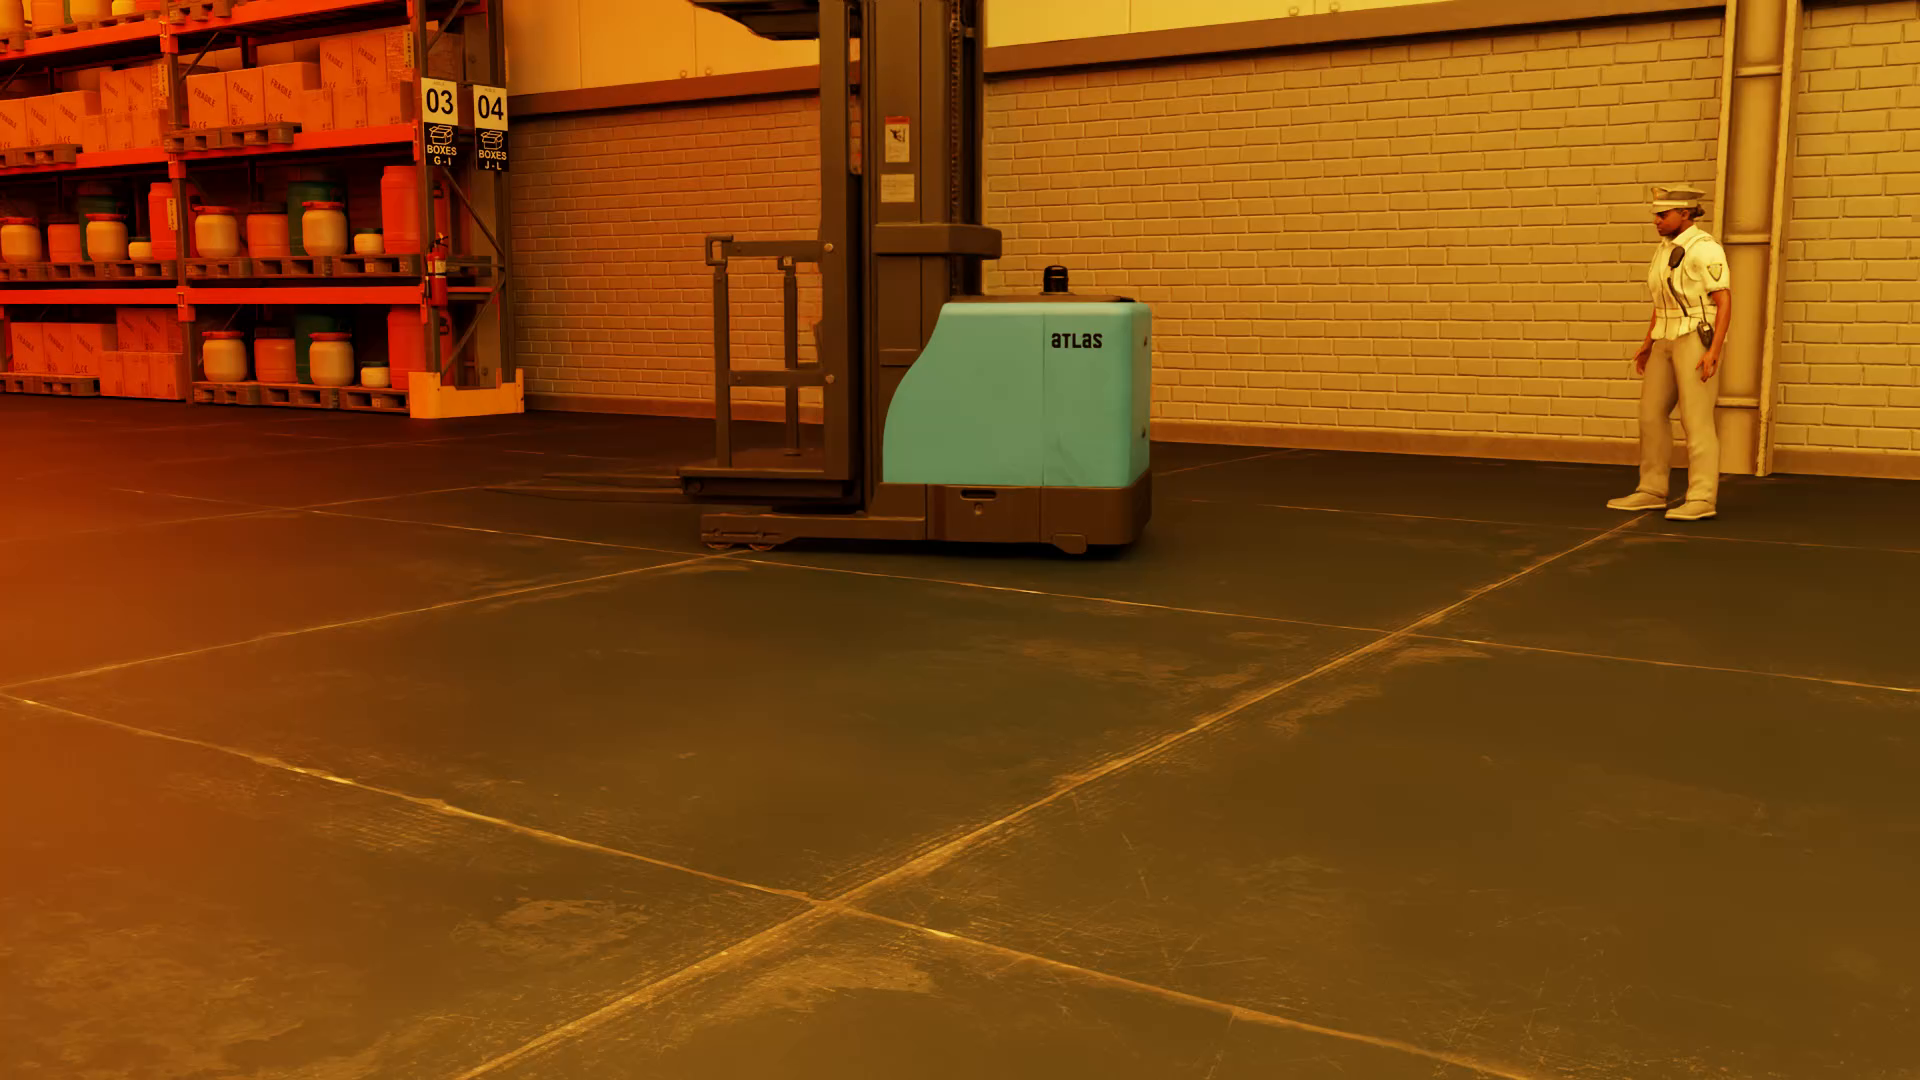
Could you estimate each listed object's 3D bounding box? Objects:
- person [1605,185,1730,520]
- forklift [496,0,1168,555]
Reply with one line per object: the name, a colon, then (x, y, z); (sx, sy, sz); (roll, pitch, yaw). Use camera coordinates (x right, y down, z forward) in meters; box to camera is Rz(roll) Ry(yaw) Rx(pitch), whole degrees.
person: (3.653, -0.955, 8.445); (0.427, 1.665, 0.608); (-1, 8, -8)
forklift: (-0.596, -1.469, 7.520); (3.031, 2.935, 1.130); (2, 8, 12)
